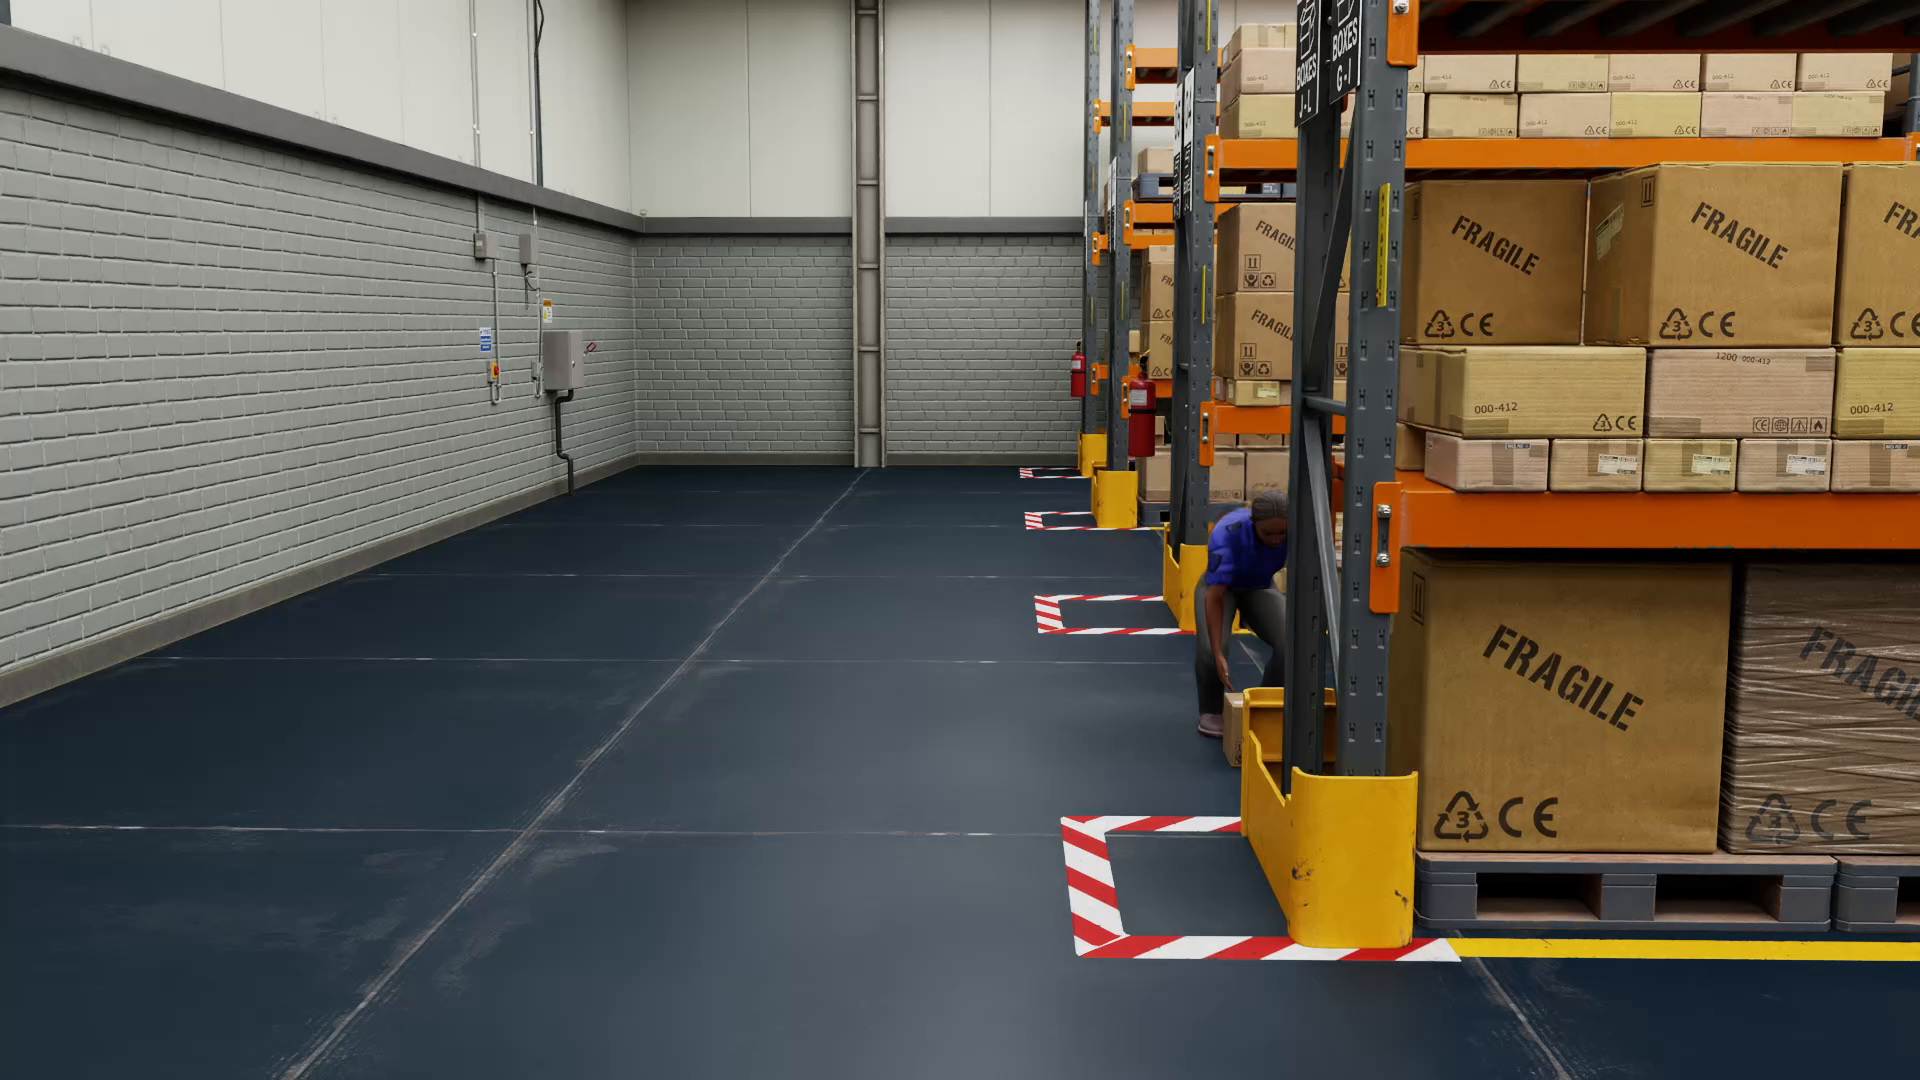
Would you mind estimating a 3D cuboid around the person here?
[{"bbox_3d":[1.260,0.302,7.139,0.498,1.106,0.749,0,7,1],"label":"person"}]
